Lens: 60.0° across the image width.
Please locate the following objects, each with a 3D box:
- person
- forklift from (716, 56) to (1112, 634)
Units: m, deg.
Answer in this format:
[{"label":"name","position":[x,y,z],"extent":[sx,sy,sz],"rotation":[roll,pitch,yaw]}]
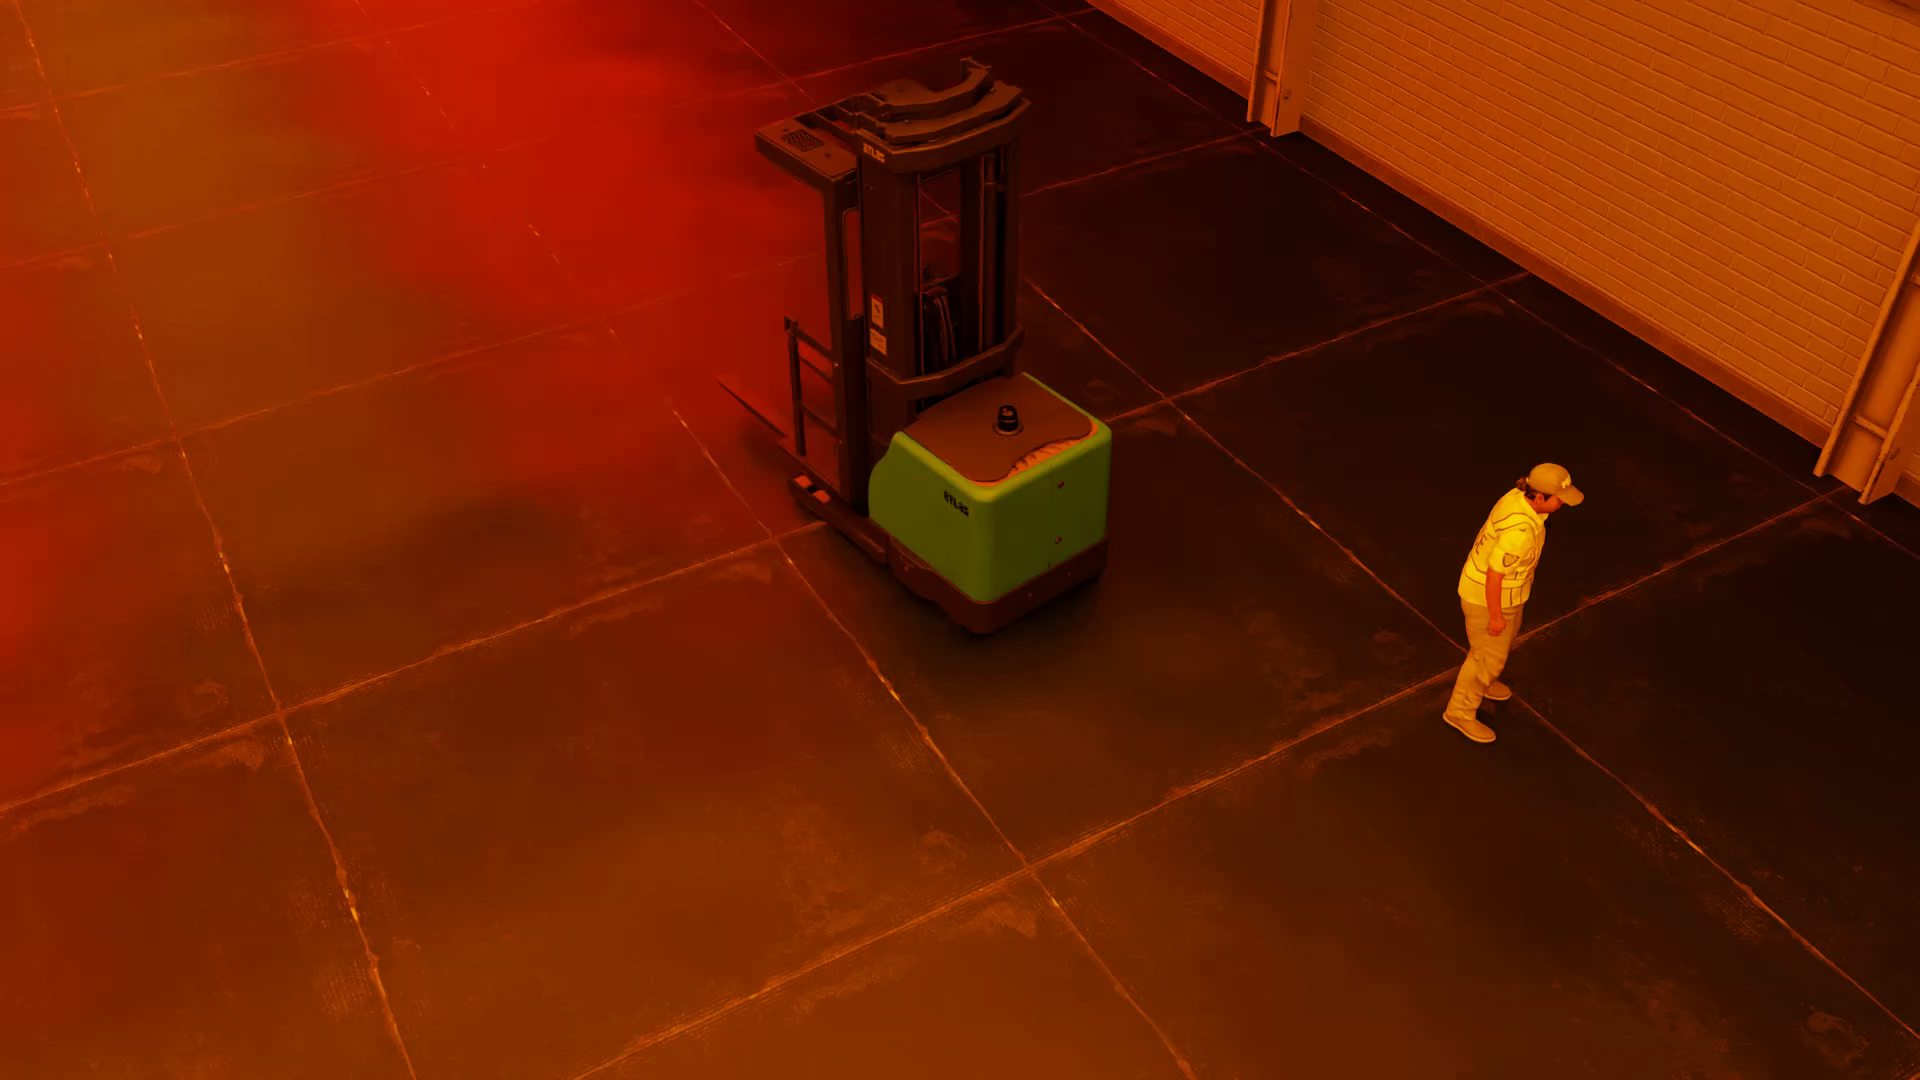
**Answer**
[{"label":"person","position":[2.849,0.281,8.692],"extent":[0.469,1.665,0.542],"rotation":[18,43,20]},{"label":"forklift","position":[-0.443,-1.459,9.795],"extent":[1.130,2.935,3.031],"rotation":[-28,47,-29]}]
